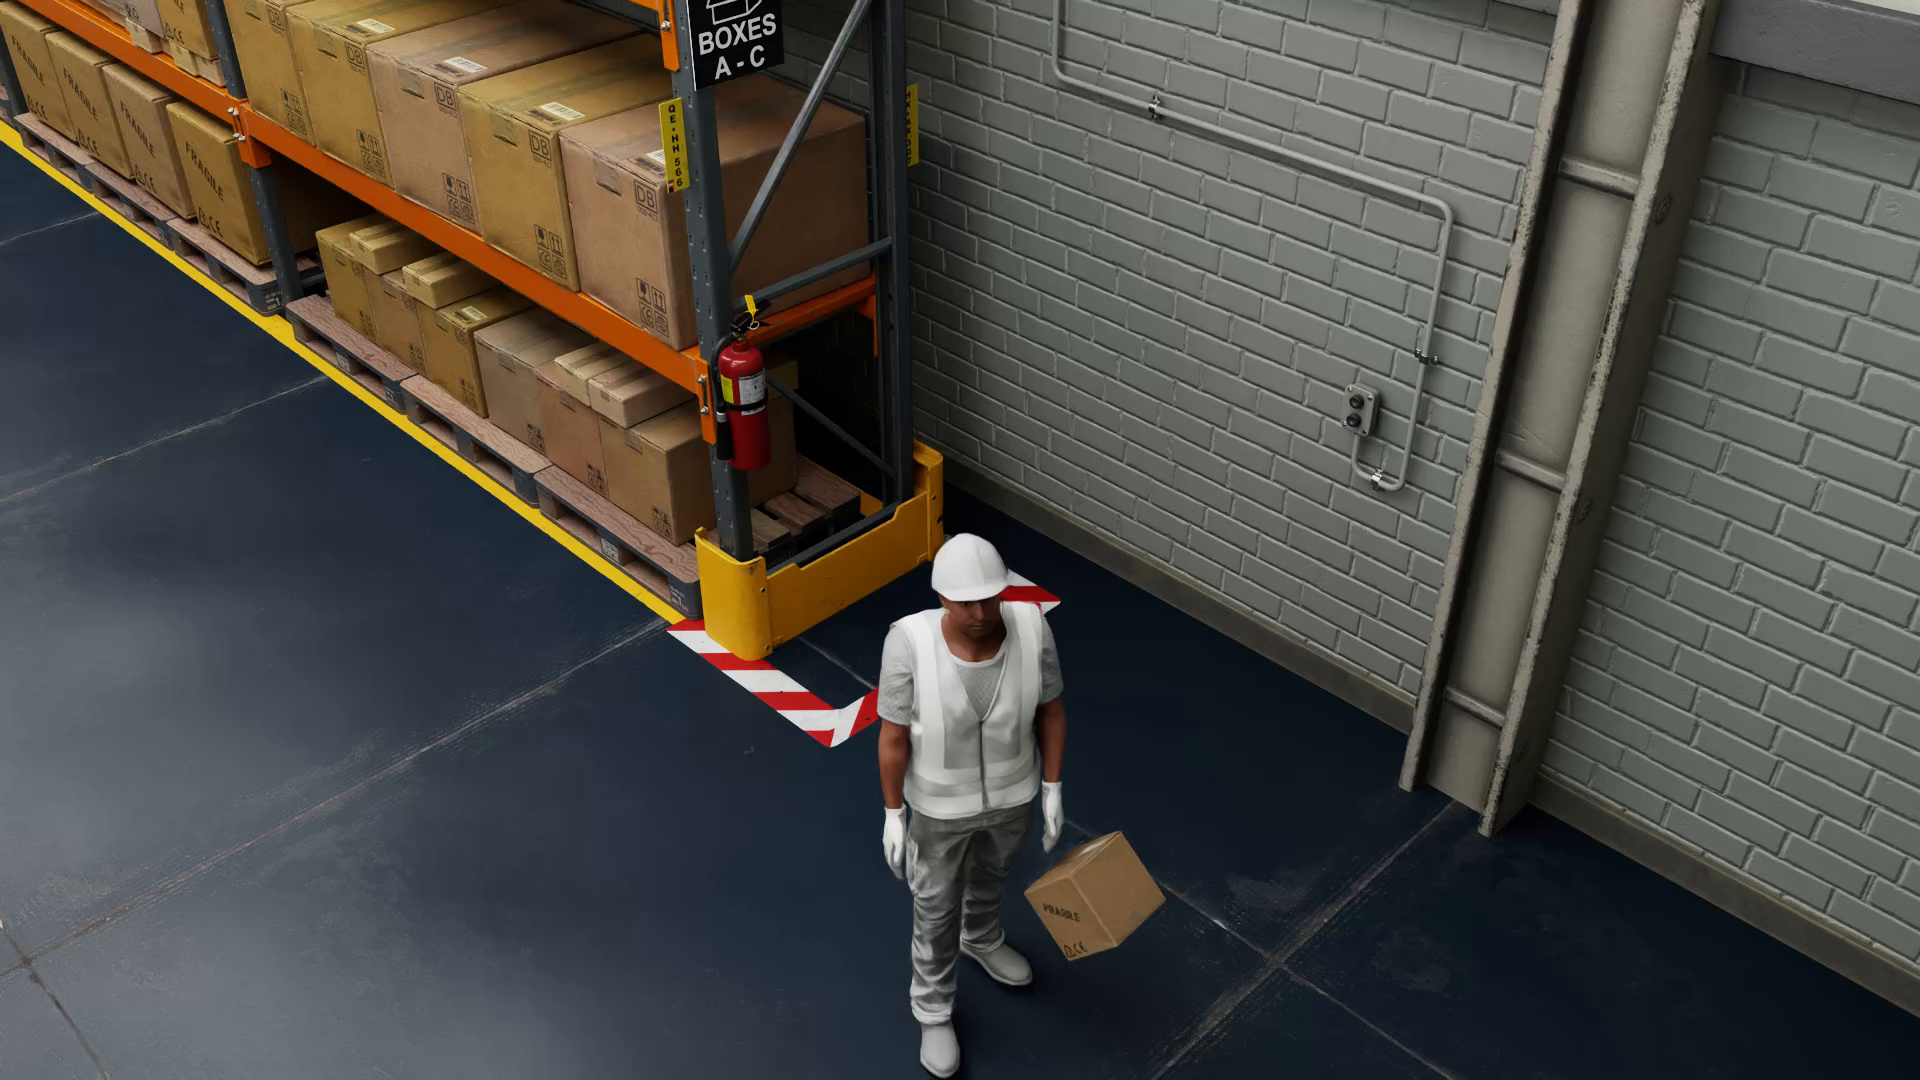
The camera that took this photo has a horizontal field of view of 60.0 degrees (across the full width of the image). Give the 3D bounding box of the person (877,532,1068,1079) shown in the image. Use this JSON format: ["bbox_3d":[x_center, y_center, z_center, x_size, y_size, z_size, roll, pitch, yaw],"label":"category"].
[{"bbox_3d":[0.047,0.800,4.984,0.603,1.790,0.574,-10,36,-14],"label":"person"}]
